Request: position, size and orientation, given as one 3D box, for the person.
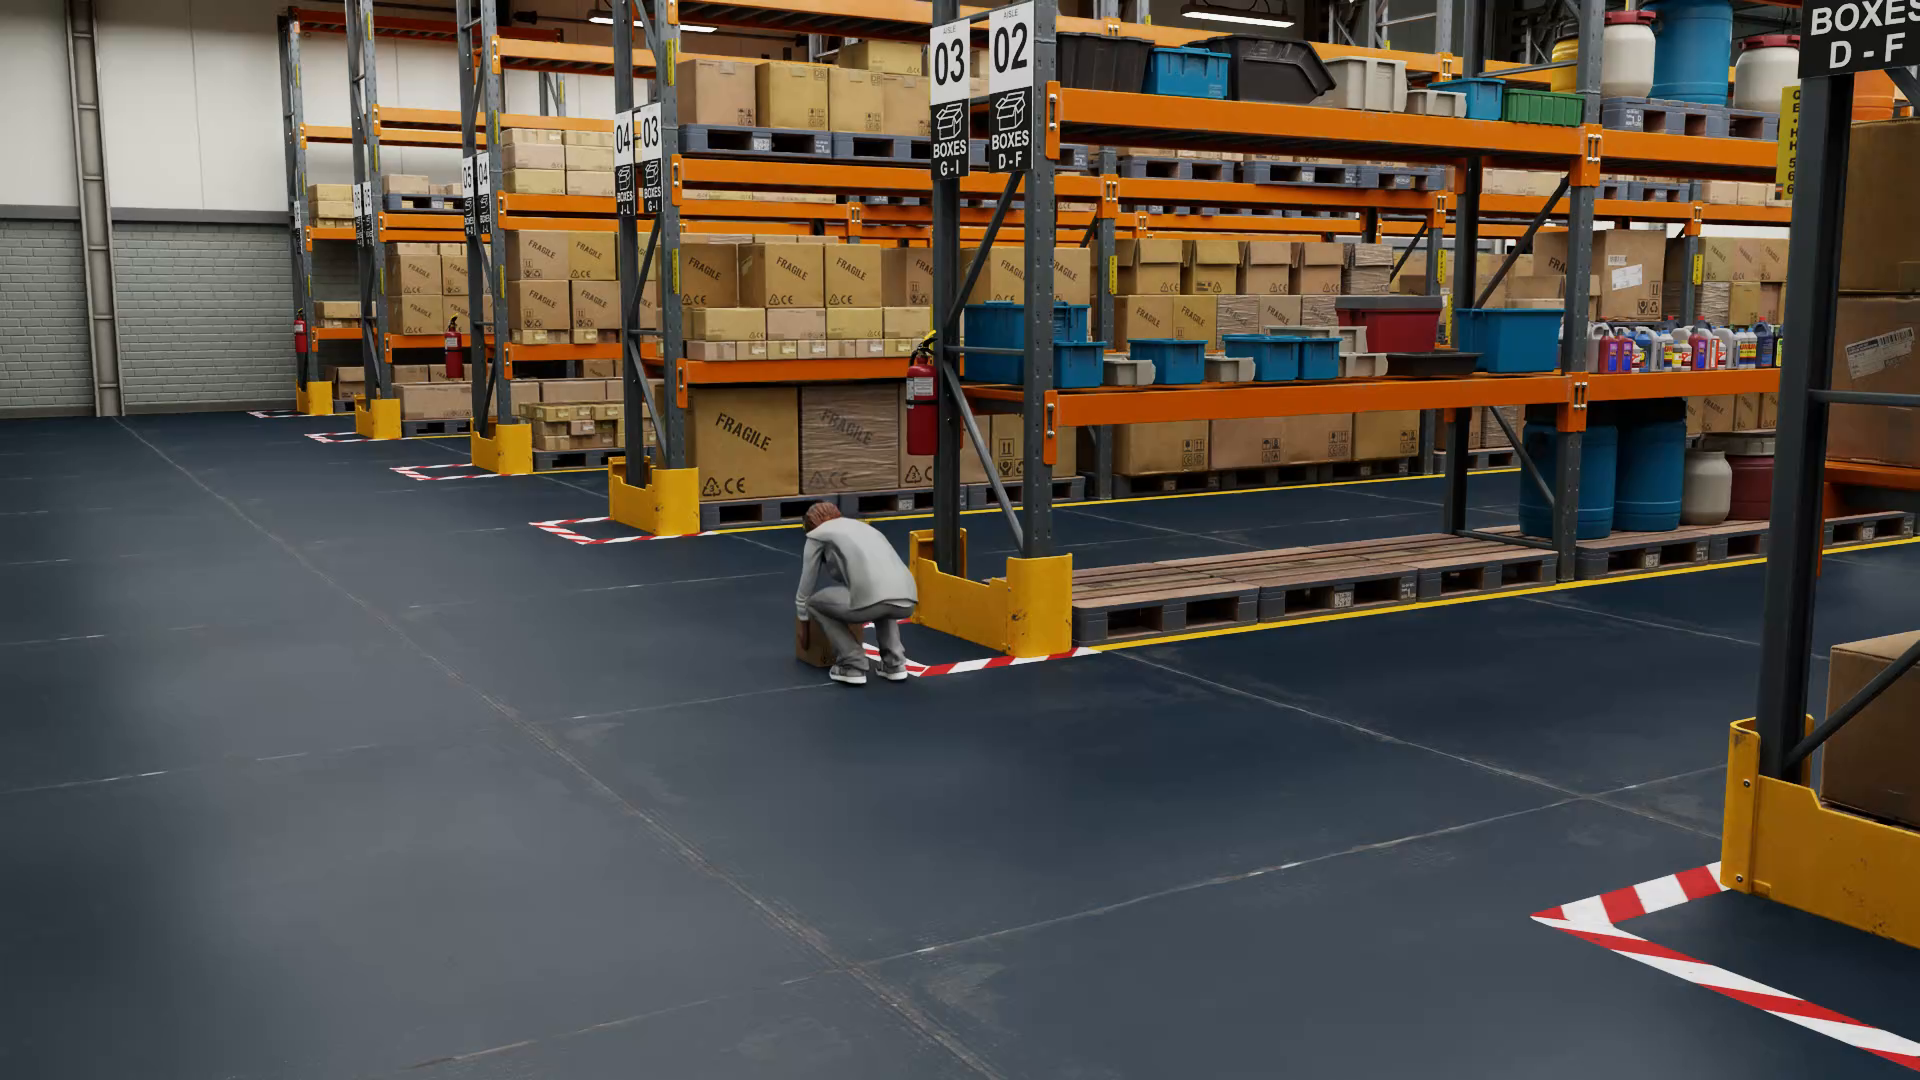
[{"bbox_3d":[-0.501,0.249,7.921,0.432,0.802,0.782,-4,9,-27],"label":"person"}]
